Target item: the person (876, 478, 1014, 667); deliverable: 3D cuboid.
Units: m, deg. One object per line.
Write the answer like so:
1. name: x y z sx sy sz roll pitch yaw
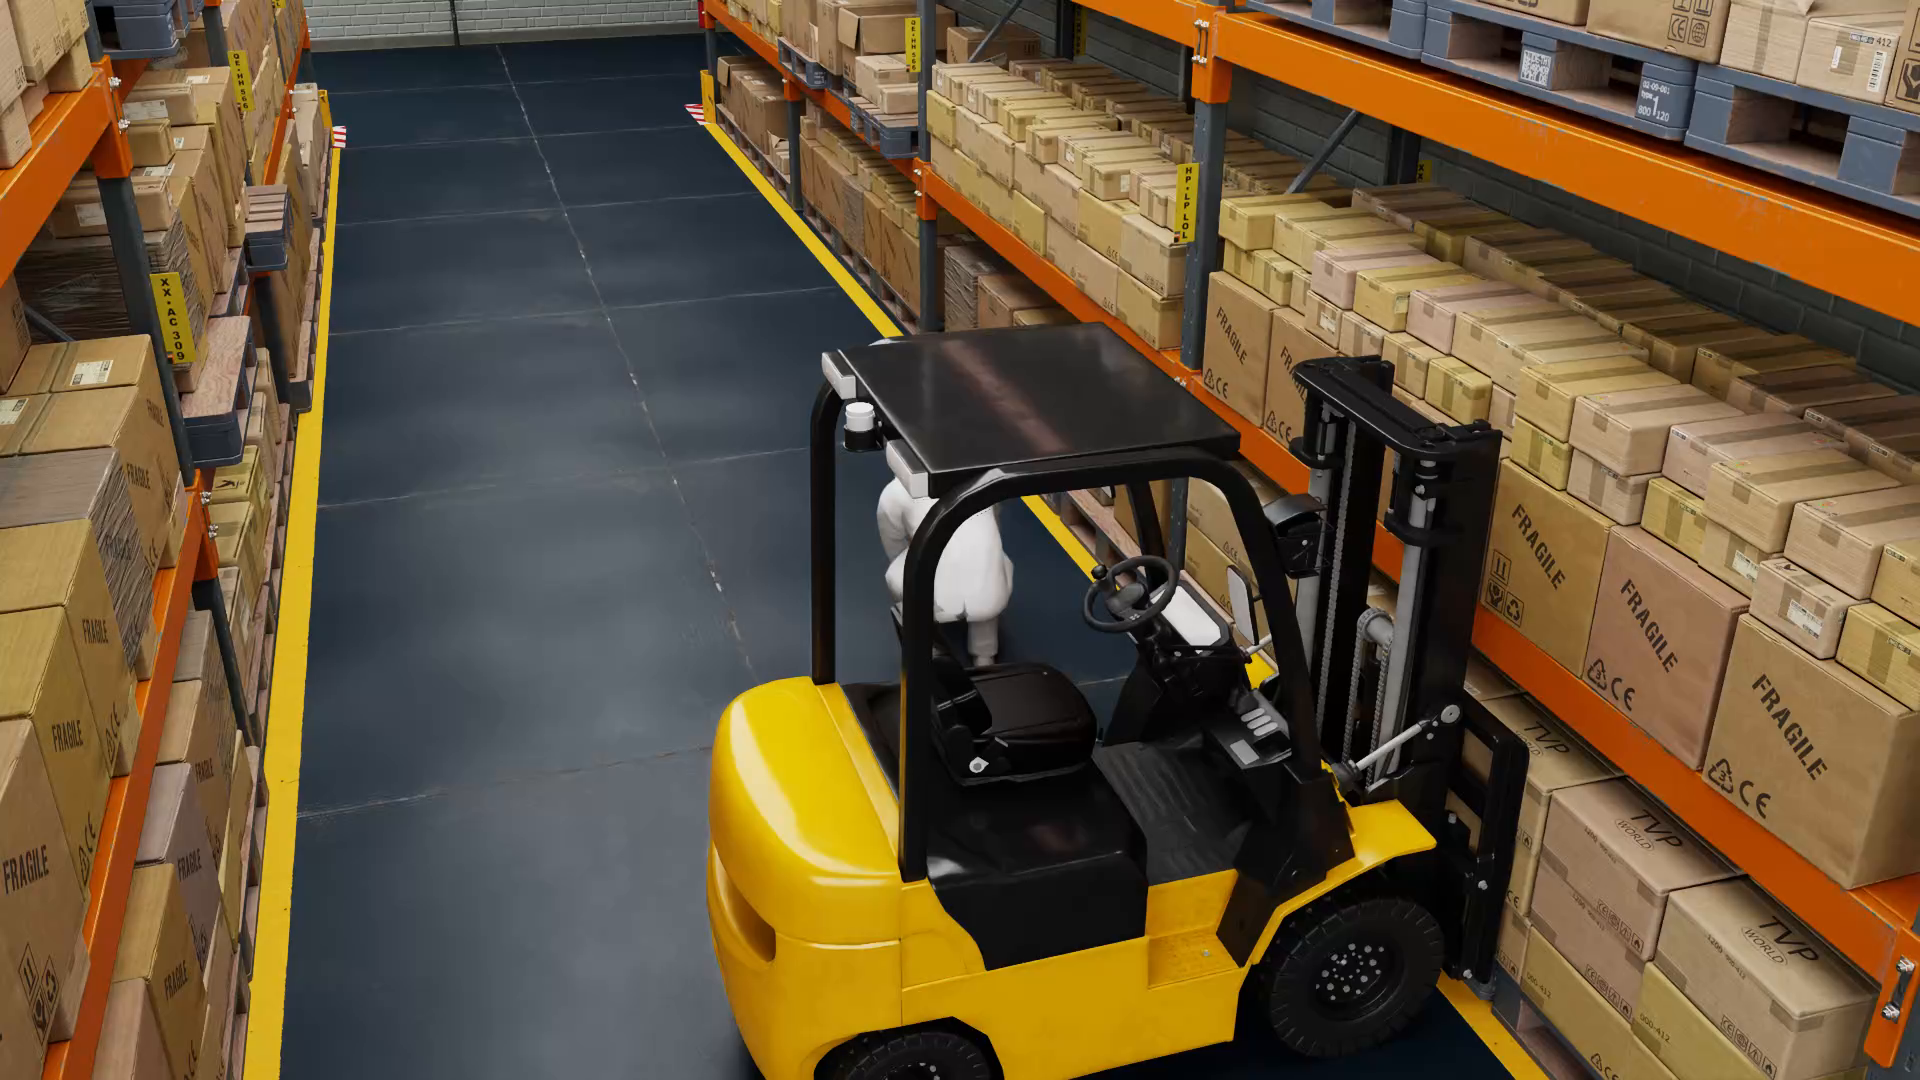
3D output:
1. person: -0.065 0.051 7.440 0.606 0.981 0.919 -3 26 -7
